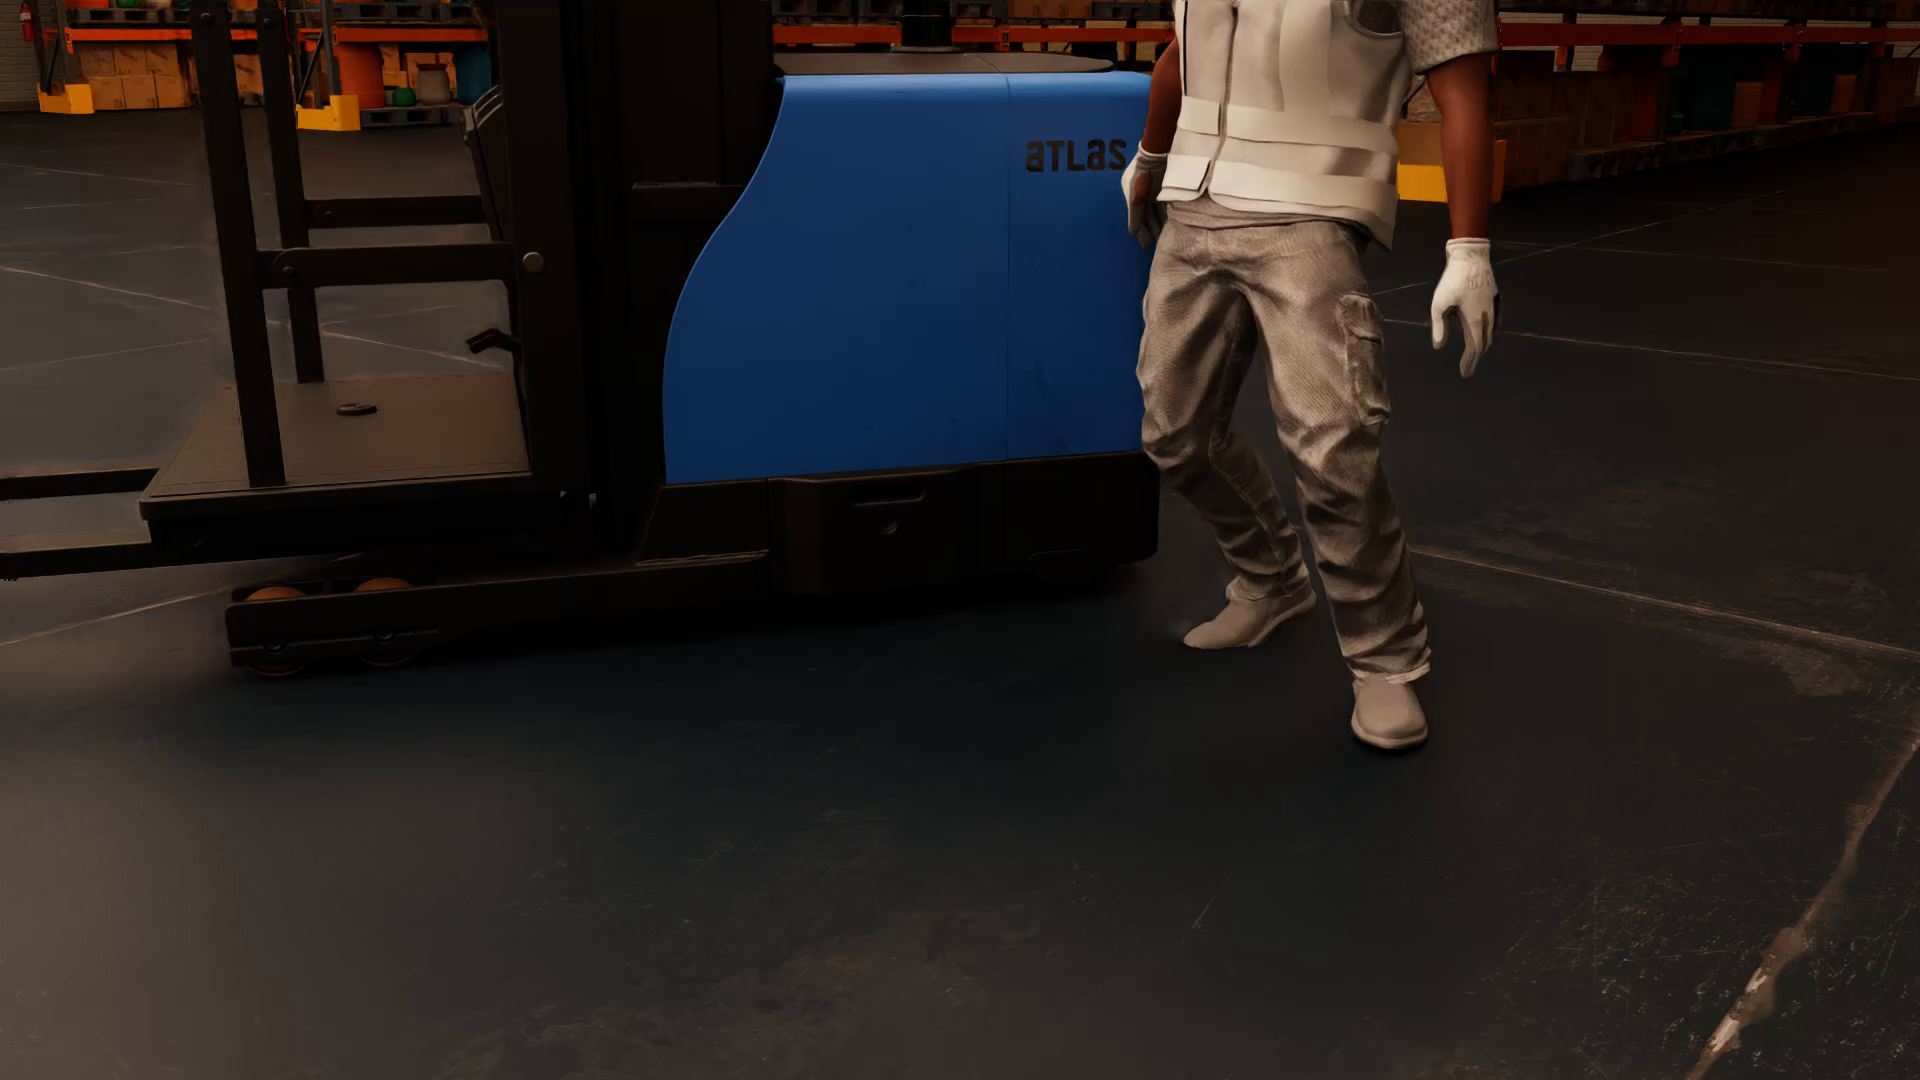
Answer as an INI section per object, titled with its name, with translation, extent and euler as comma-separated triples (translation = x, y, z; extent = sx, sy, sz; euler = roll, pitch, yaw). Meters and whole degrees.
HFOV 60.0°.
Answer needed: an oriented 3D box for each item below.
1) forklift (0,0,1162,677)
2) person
[forklift]
translation = -1.145, -1.317, 3.236
extent = 3.031, 2.935, 1.130
euler = -5, 18, -15
[person]
translation = 0.568, -0.566, 2.924
extent = 0.502, 1.730, 0.891
euler = -12, 20, -33
